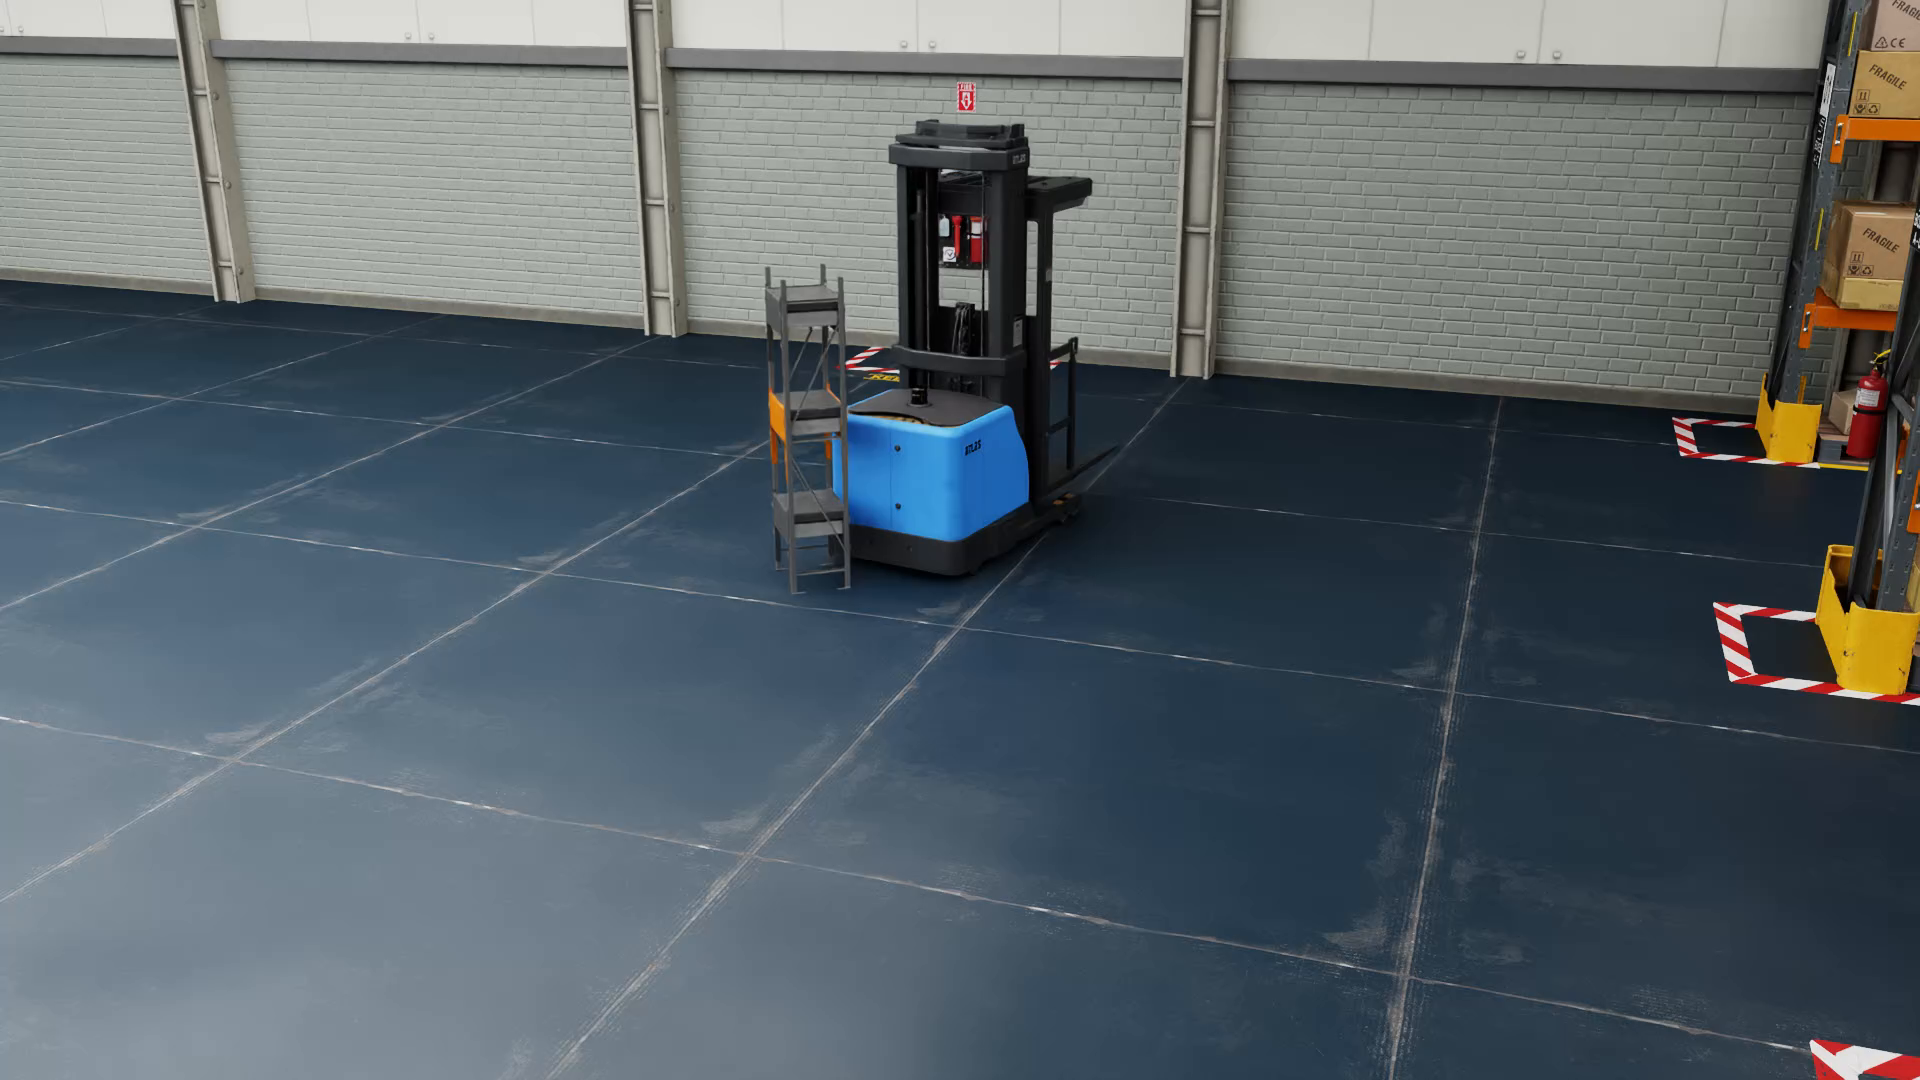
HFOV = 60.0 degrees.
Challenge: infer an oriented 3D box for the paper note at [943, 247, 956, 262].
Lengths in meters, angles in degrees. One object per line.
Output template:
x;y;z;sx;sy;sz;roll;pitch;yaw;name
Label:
-0.106;-3.002;17.469;0.142;0.148;0.016;7;20;18;paper note

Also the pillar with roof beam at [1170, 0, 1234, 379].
0.948;-4.593;11.581;0.400;9.000;9.100;7;20;18;pillar with roof beam

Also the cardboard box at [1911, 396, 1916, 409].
8.246;-1.031;13.893;0.500;0.311;0.500;8;21;23;cardboard box

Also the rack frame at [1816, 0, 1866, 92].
7.083;-5.090;13.007;0.127;3.000;1.000;7;20;18;rack frame

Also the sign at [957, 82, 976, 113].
0.064;-4.504;16.918;0.199;0.298;0.001;7;20;18;sign

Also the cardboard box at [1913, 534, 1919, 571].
6.065;-0.005;9.934;0.500;0.500;0.500;7;20;18;cardboard box

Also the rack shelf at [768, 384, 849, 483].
-0.999;-0.708;10.958;0.431;0.518;0.480;-6;20;-16;rack shelf

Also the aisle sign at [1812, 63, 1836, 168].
6.917;-3.399;13.321;0.004;0.787;0.394;7;20;18;aisle sign

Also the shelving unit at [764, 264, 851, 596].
-0.999;-0.720;10.953;0.431;2.100;0.503;-6;20;-16;shelving unit

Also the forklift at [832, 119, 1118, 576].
0.269;-1.583;12.163;1.130;2.935;3.031;10;22;27;forklift

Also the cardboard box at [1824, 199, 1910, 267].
7.598;-2.565;13.936;0.500;0.500;0.500;6;20;17;cardboard box

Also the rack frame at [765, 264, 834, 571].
-1.072;-0.797;11.173;0.400;2.100;0.015;-6;20;-16;rack frame

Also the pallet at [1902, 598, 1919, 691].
6.197;0.670;9.834;1.213;0.211;1.003;7;20;18;pallet

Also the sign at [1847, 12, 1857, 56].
6.905;-3.917;12.873;0.005;0.325;0.100;7;20;18;sign

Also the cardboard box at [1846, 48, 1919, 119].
7.317;-3.616;13.154;0.500;0.500;0.500;7;20;19;cardboard box

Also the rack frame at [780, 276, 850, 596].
-0.926;-0.644;10.733;0.400;2.100;0.015;-6;20;-16;rack frame

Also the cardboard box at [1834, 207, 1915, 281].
7.436;-2.405;13.476;0.500;0.500;0.500;7;20;18;cardboard box

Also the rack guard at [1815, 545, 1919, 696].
5.439;0.461;9.993;0.348;0.500;1.175;7;20;18;rack guard

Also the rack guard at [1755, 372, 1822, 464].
7.155;-1.069;14.382;0.348;0.500;1.175;7;20;18;rack guard

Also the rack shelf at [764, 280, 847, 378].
-0.999;-1.369;10.727;0.431;0.518;0.480;-6;20;-16;rack shelf

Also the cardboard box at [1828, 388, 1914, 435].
7.707;-1.092;14.070;0.500;0.311;0.500;4;20;12;cardboard box

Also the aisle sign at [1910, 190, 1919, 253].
5.496;-2.042;9.429;0.004;0.787;0.394;7;20;18;aisle sign

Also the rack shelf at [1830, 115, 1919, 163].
8.973;-3.118;12.999;4.000;0.370;1.077;7;20;18;rack shelf

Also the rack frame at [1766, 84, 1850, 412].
7.083;-2.257;13.994;0.127;3.000;1.000;7;20;18;rack frame

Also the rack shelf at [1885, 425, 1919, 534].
7.350;-0.161;9.073;4.000;0.370;1.077;7;20;18;rack shelf

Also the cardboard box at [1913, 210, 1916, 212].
7.899;-2.348;13.314;0.500;0.500;0.500;7;20;18;cardboard box

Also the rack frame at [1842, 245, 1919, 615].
5.461;-0.716;9.574;0.127;3.000;1.000;7;20;18;rack frame

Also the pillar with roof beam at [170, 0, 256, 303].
-10.387;-5.889;15.299;0.400;9.000;9.100;7;20;18;pillar with roof beam

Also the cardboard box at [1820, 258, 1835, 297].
7.589;-2.205;14.044;0.500;0.250;0.500;7;20;19;cardboard box

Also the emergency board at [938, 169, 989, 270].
0.039;-3.377;17.208;0.643;1.169;0.194;7;20;18;emergency board

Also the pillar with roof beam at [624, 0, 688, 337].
-4.720;-5.241;13.440;0.400;9.000;9.100;7;20;18;pillar with roof beam

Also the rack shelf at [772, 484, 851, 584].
-0.999;-0.047;11.188;0.431;0.518;0.480;-6;20;-16;rack shelf

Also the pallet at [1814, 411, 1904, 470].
7.911;-0.833;14.146;1.213;0.211;1.003;7;20;18;pallet

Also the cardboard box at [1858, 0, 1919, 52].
7.368;-4.085;12.980;0.500;0.500;0.500;5;20;14;cardboard box

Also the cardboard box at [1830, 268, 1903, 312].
7.440;-2.044;13.581;0.500;0.250;0.500;6;20;16;cardboard box

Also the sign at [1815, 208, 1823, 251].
6.905;-2.497;13.368;0.005;0.325;0.100;7;20;18;sign

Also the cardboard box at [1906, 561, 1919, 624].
6.065;0.350;10.055;0.500;0.250;0.500;7;20;18;cardboard box

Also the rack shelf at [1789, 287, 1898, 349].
8.973;-1.701;13.493;4.000;0.370;1.077;7;20;18;rack shelf

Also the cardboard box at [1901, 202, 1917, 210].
8.071;-2.508;13.771;0.500;0.500;0.500;7;20;19;cardboard box

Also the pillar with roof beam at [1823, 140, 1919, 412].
6.616;-3.945;9.721;0.400;9.000;9.100;7;20;18;pillar with roof beam

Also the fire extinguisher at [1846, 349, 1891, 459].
5.502;-0.837;10.038;0.183;0.674;0.296;7;20;18;fire extinguisher
